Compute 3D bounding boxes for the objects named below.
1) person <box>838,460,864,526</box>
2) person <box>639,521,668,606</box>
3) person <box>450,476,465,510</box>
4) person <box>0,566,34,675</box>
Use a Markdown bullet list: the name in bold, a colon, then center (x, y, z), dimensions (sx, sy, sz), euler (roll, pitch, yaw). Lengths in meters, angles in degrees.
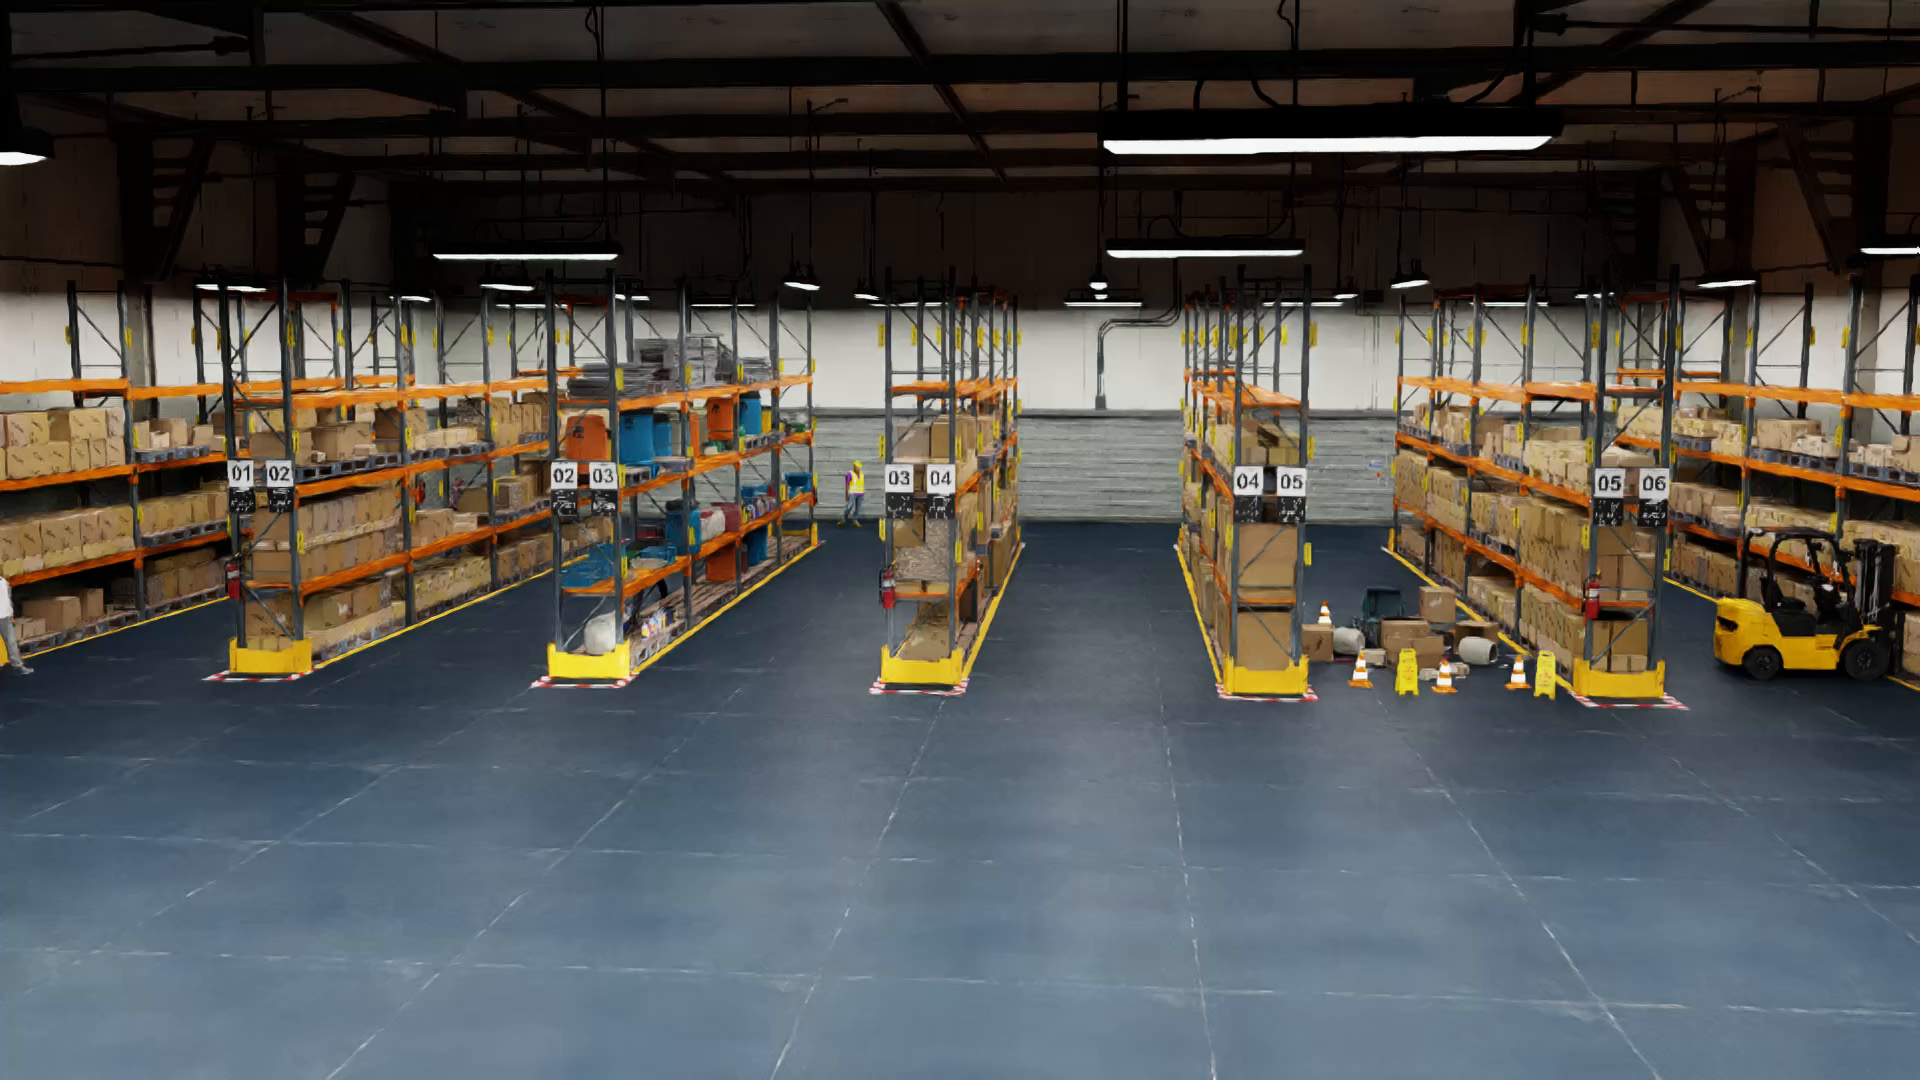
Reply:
- **person**: center (-2.870, -1.243, 44.235), dimensions (0.739, 1.752, 0.531), euler (-5, 8, -34)
- **person**: center (-5.787, 0.430, 31.130), dimensions (0.476, 1.580, 1.003), euler (2, 7, 14)
- **person**: center (-12.624, -0.864, 41.988), dimensions (0.571, 1.533, 0.754), euler (-2, 7, -17)
- **person**: center (-14.214, 1.139, 24.558), dimensions (0.566, 1.761, 0.737), euler (7, 10, 43)
